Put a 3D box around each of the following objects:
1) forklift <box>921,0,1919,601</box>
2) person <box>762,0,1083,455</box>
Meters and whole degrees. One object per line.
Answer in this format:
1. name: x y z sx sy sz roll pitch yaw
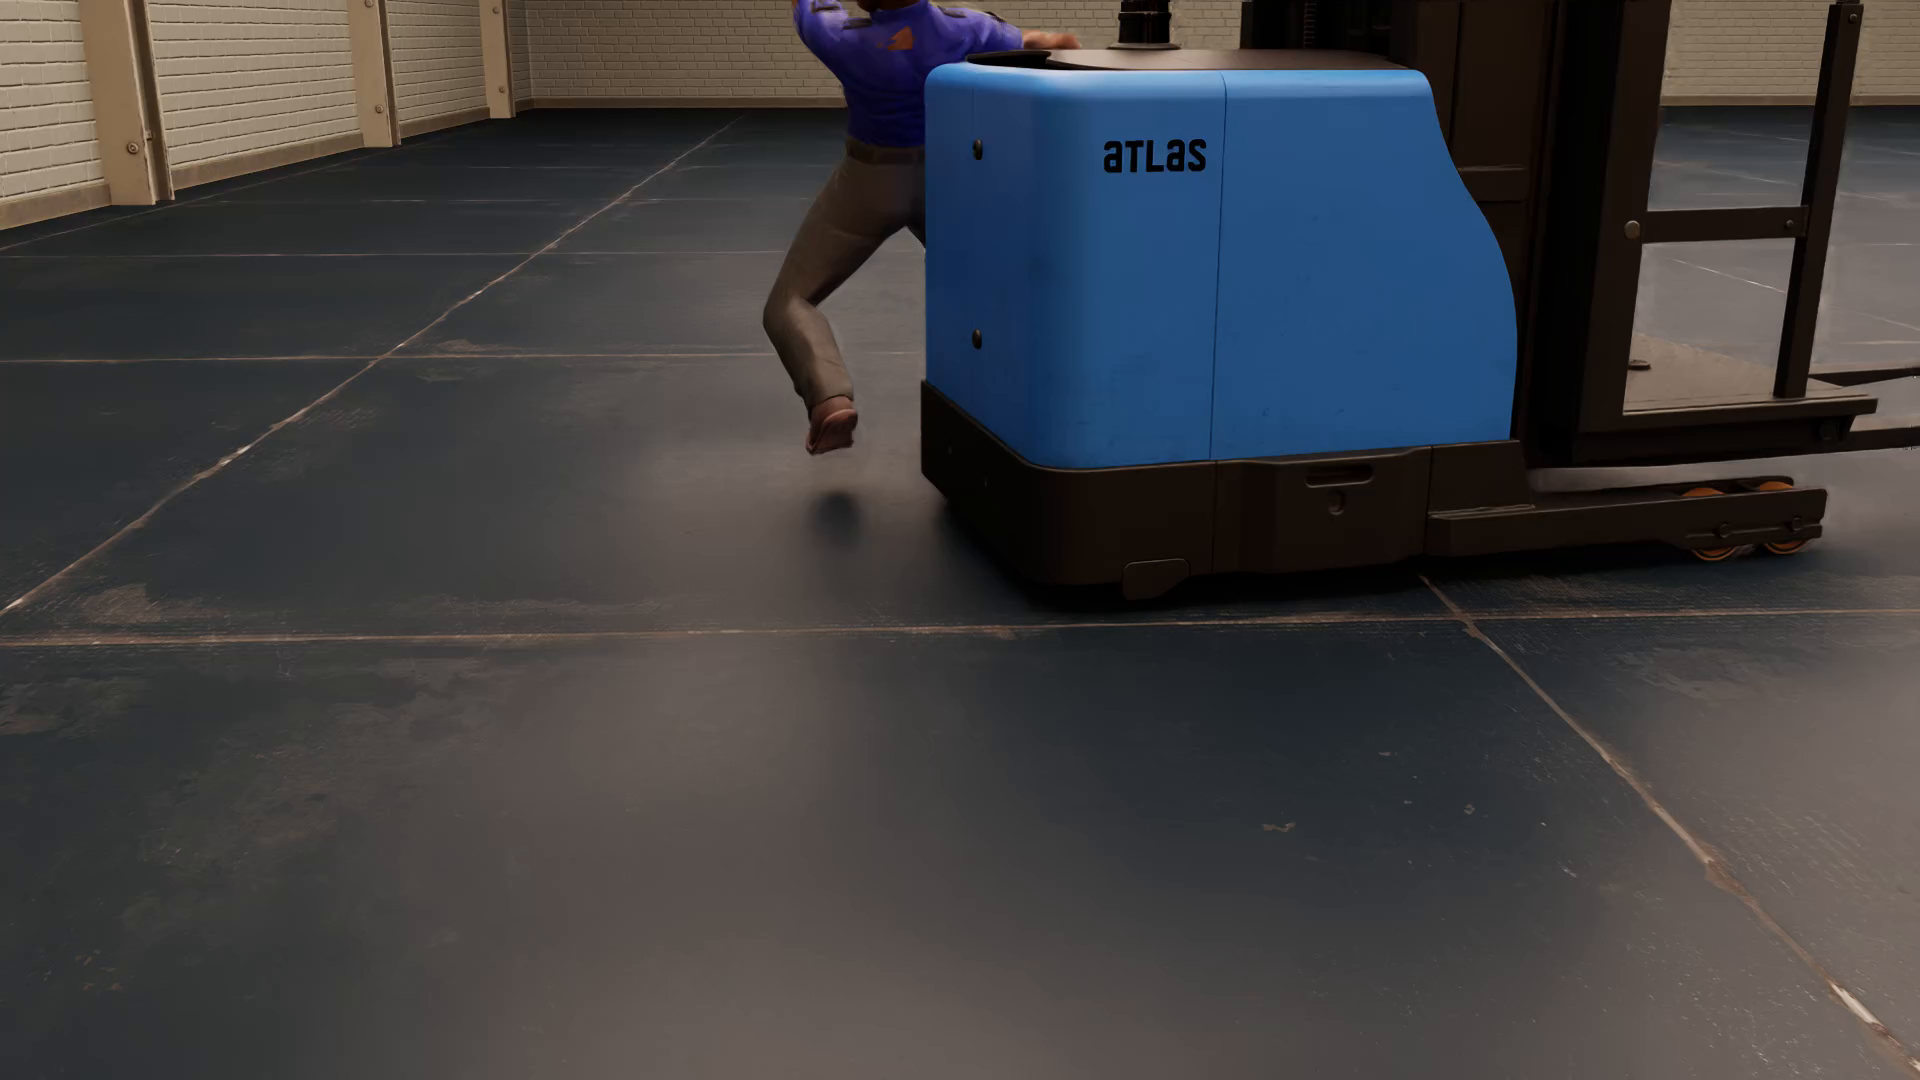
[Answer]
1. forklift: 1.477 -1.497 3.802 3.031 2.935 1.130 -5 18 -15
2. person: -0.042 -0.992 4.567 1.014 1.459 0.673 -8 19 -25
